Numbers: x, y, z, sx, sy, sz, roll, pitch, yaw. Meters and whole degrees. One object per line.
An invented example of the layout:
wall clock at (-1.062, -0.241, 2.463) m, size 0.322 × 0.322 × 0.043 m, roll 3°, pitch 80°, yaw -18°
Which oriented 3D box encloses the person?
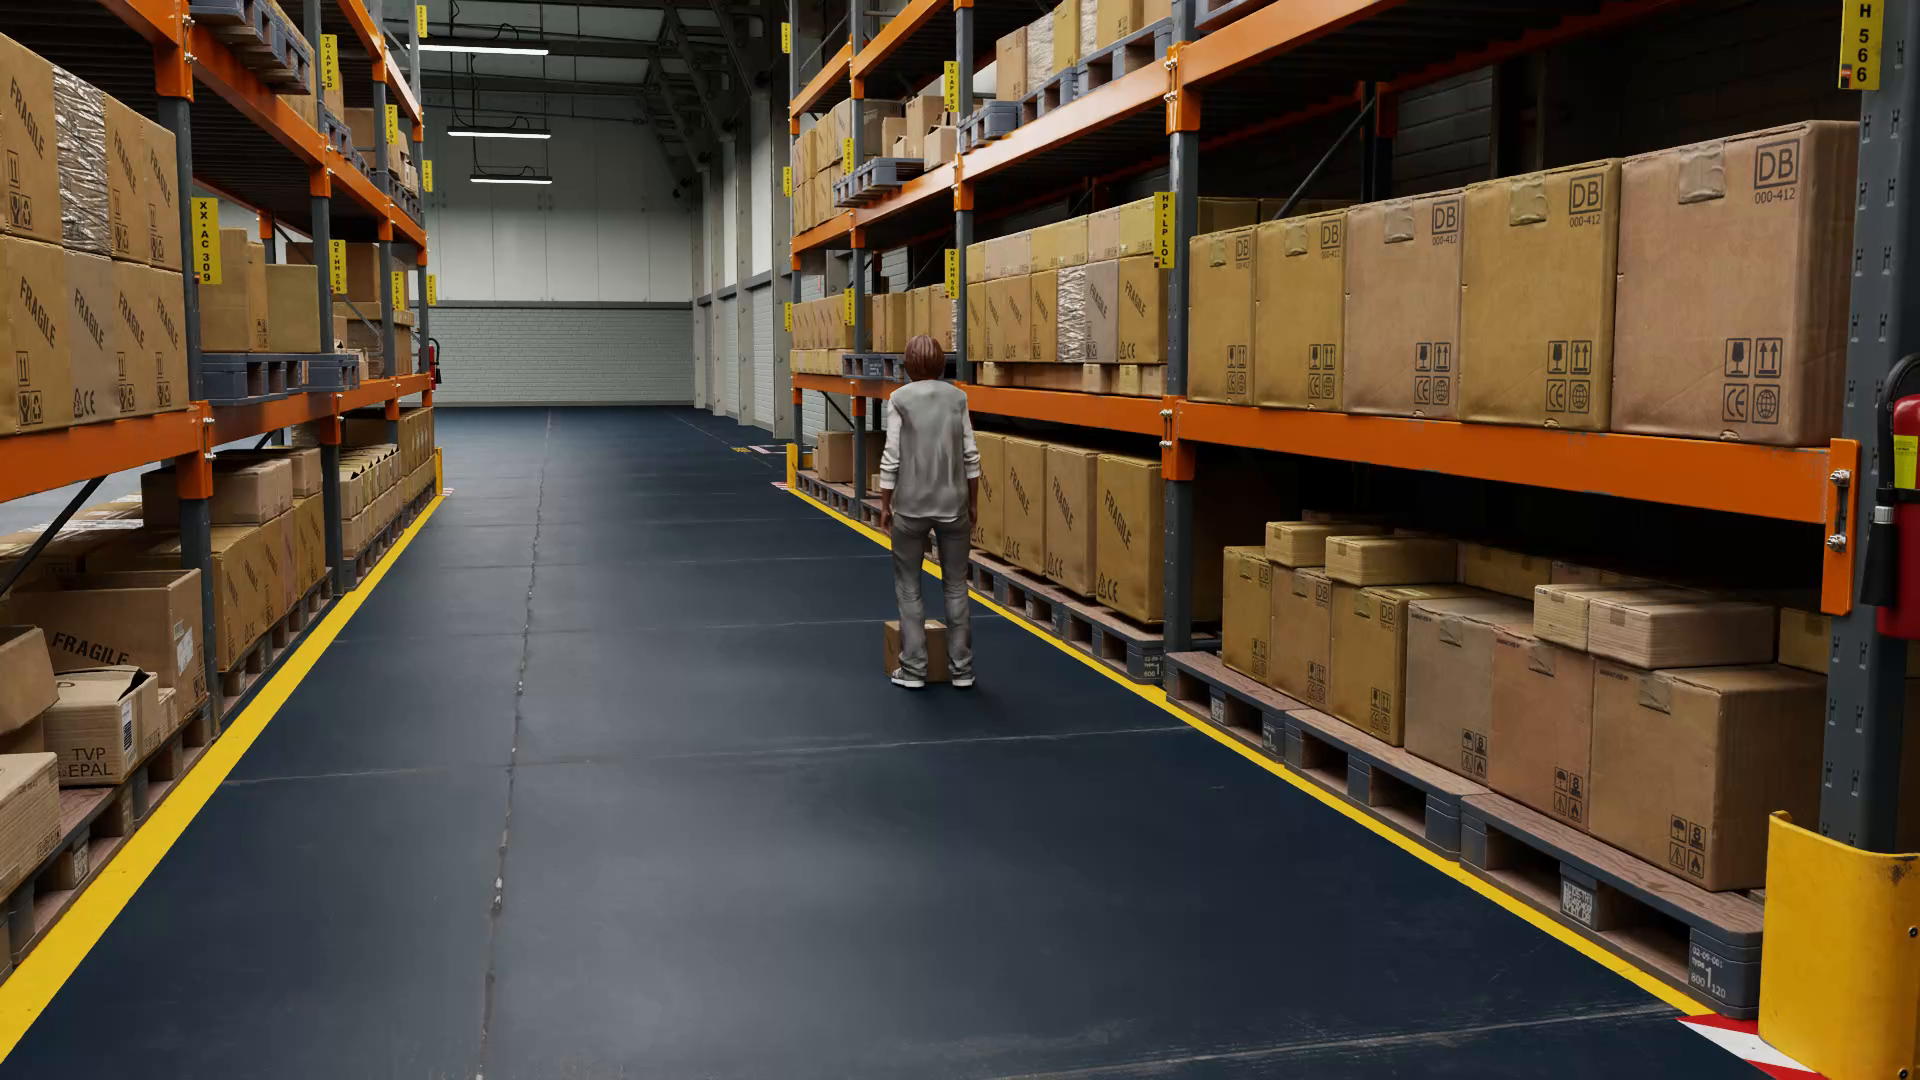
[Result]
person at (-0.139, -0.117, 7.488) m, size 0.459 × 1.580 × 0.371 m, roll -2°, pitch 7°, yaw -13°
